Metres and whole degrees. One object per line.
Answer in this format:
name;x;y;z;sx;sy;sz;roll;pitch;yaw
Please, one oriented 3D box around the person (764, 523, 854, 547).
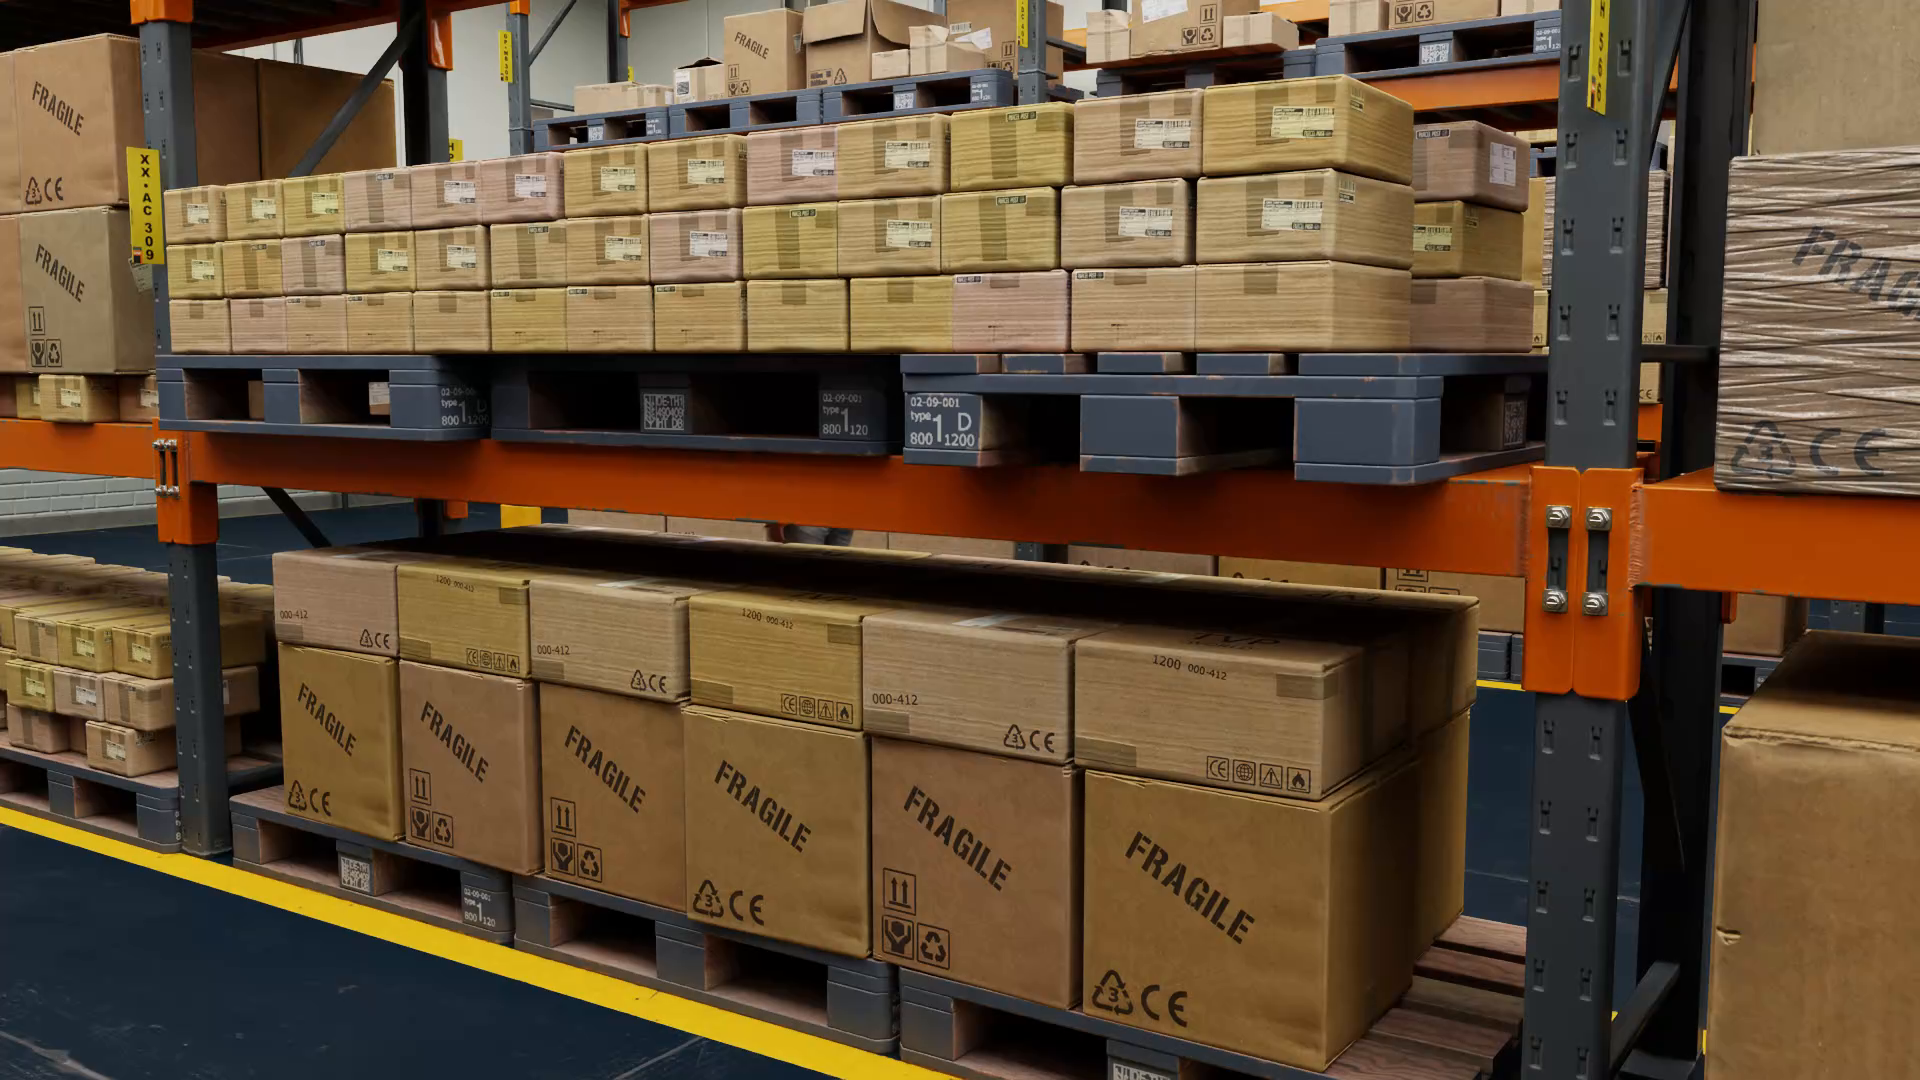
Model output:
person;-0.632;-0.128;7.109;0.368;1.829;0.533;4;8;35
